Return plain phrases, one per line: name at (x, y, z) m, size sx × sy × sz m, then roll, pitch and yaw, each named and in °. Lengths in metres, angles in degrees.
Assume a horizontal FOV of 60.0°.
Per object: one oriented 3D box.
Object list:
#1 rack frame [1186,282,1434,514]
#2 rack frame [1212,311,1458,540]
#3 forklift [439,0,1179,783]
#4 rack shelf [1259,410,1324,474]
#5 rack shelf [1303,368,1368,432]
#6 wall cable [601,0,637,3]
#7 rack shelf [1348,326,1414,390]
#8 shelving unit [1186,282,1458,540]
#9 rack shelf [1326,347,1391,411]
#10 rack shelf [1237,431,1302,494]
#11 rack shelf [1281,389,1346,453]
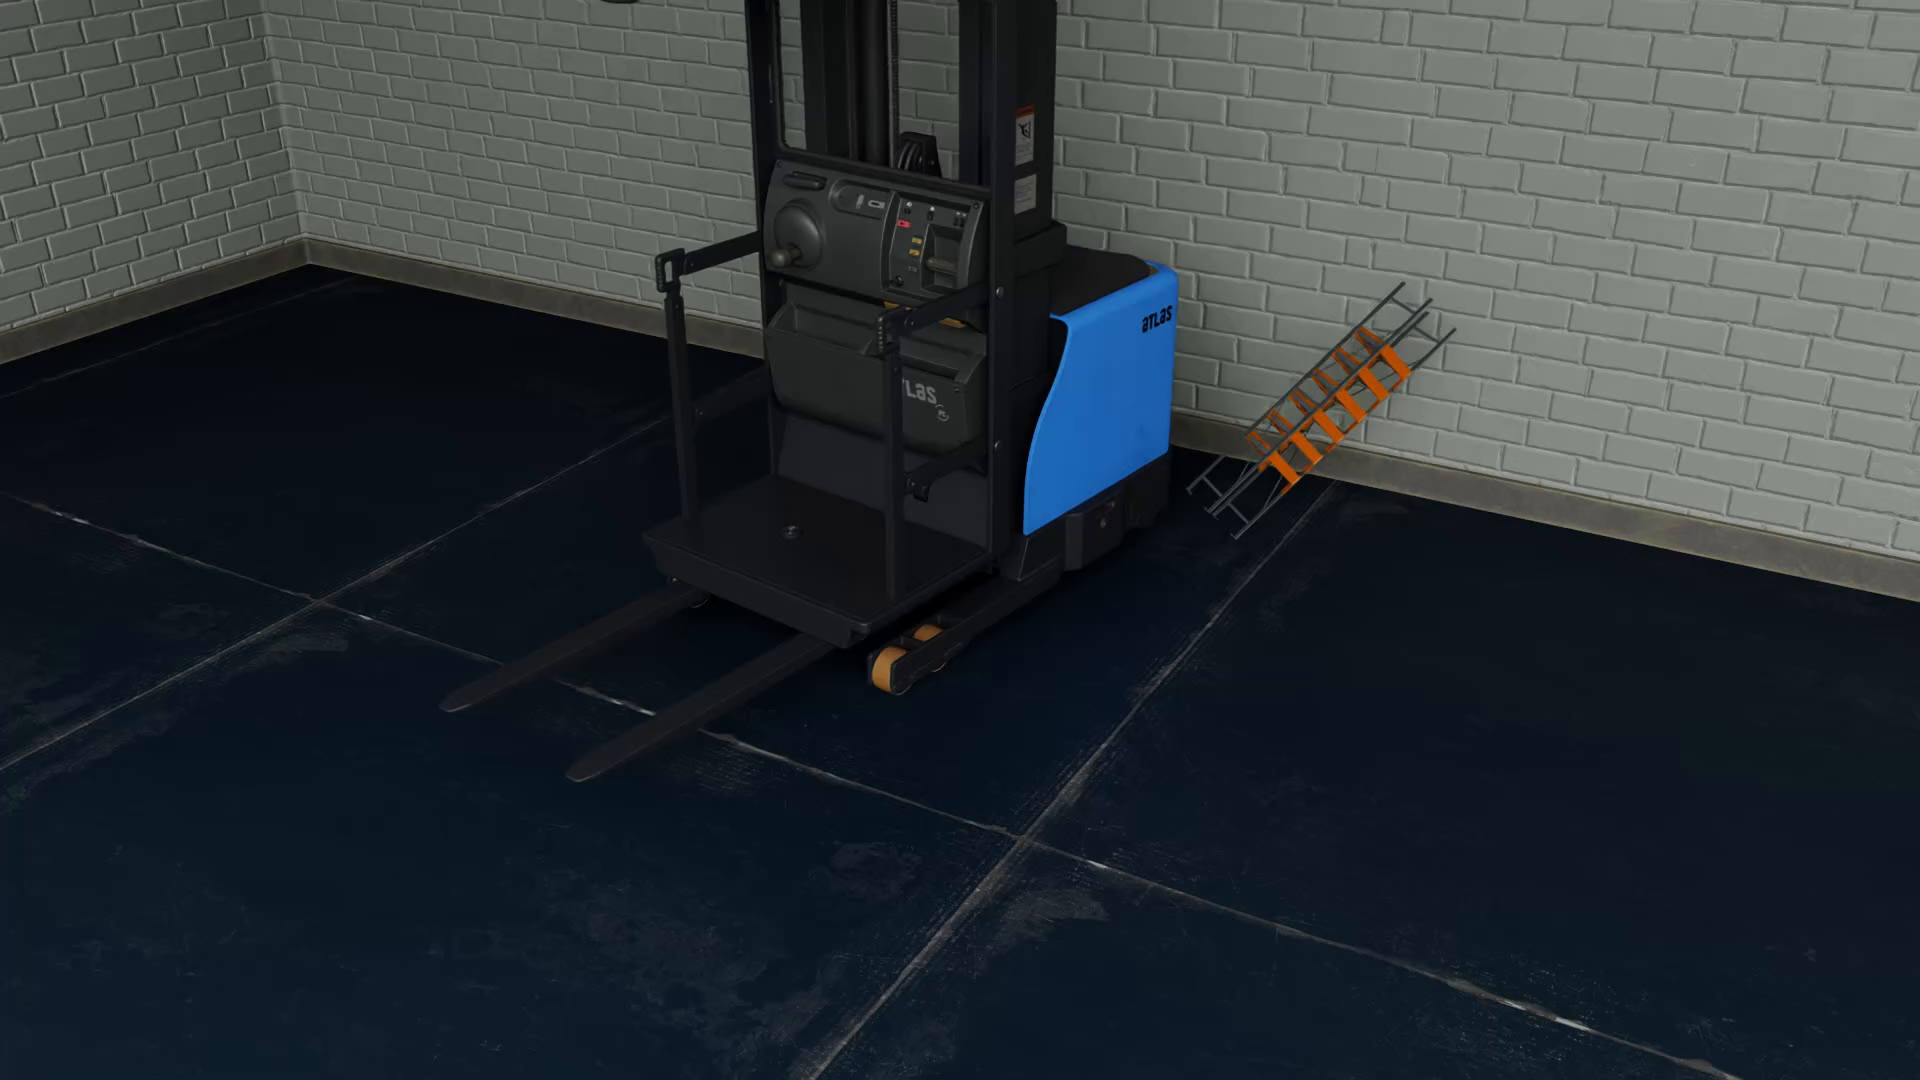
rack frame at (1.392, -0.574, 6.678) m, size 1.200 × 0.006 × 0.240 m, roll -44°, pitch 29°, yaw 8°
rack frame at (1.512, -0.468, 6.766) m, size 1.200 × 0.006 × 0.240 m, roll -44°, pitch 29°, yaw 8°
forklift at (-0.438, -1.030, 5.534) m, size 1.130 × 2.935 × 3.031 m, roll 19°, pitch 33°, yaw 34°
rack shelf at (1.335, -0.407, 6.744) m, size 0.103 × 0.180 × 0.258 m, roll -44°, pitch 29°, yaw 8°
rack shelf at (1.506, -0.573, 6.712) m, size 0.103 × 0.180 × 0.258 m, roll -44°, pitch 29°, yaw 8°
wall cable at (-2.713, -3.989, 8.135) m, size 3.097 × 2.526 × 0.112 m, roll 14°, pitch 30°, yaw 26°
rack shelf at (1.676, -0.739, 6.679) m, size 0.103 × 0.180 × 0.258 m, roll -44°, pitch 29°, yaw 8°
shelving unit at (1.452, -0.521, 6.722) m, size 1.200 × 0.189 × 0.258 m, roll -44°, pitch 29°, yaw 8°
rack shelf at (1.591, -0.656, 6.696) m, size 0.103 × 0.180 × 0.258 m, roll -44°, pitch 29°, yaw 8°
rack shelf at (1.250, -0.324, 6.761) m, size 0.103 × 0.180 × 0.258 m, roll -44°, pitch 29°, yaw 8°
rack shelf at (1.420, -0.490, 6.728) m, size 0.103 × 0.180 × 0.258 m, roll -44°, pitch 29°, yaw 8°
